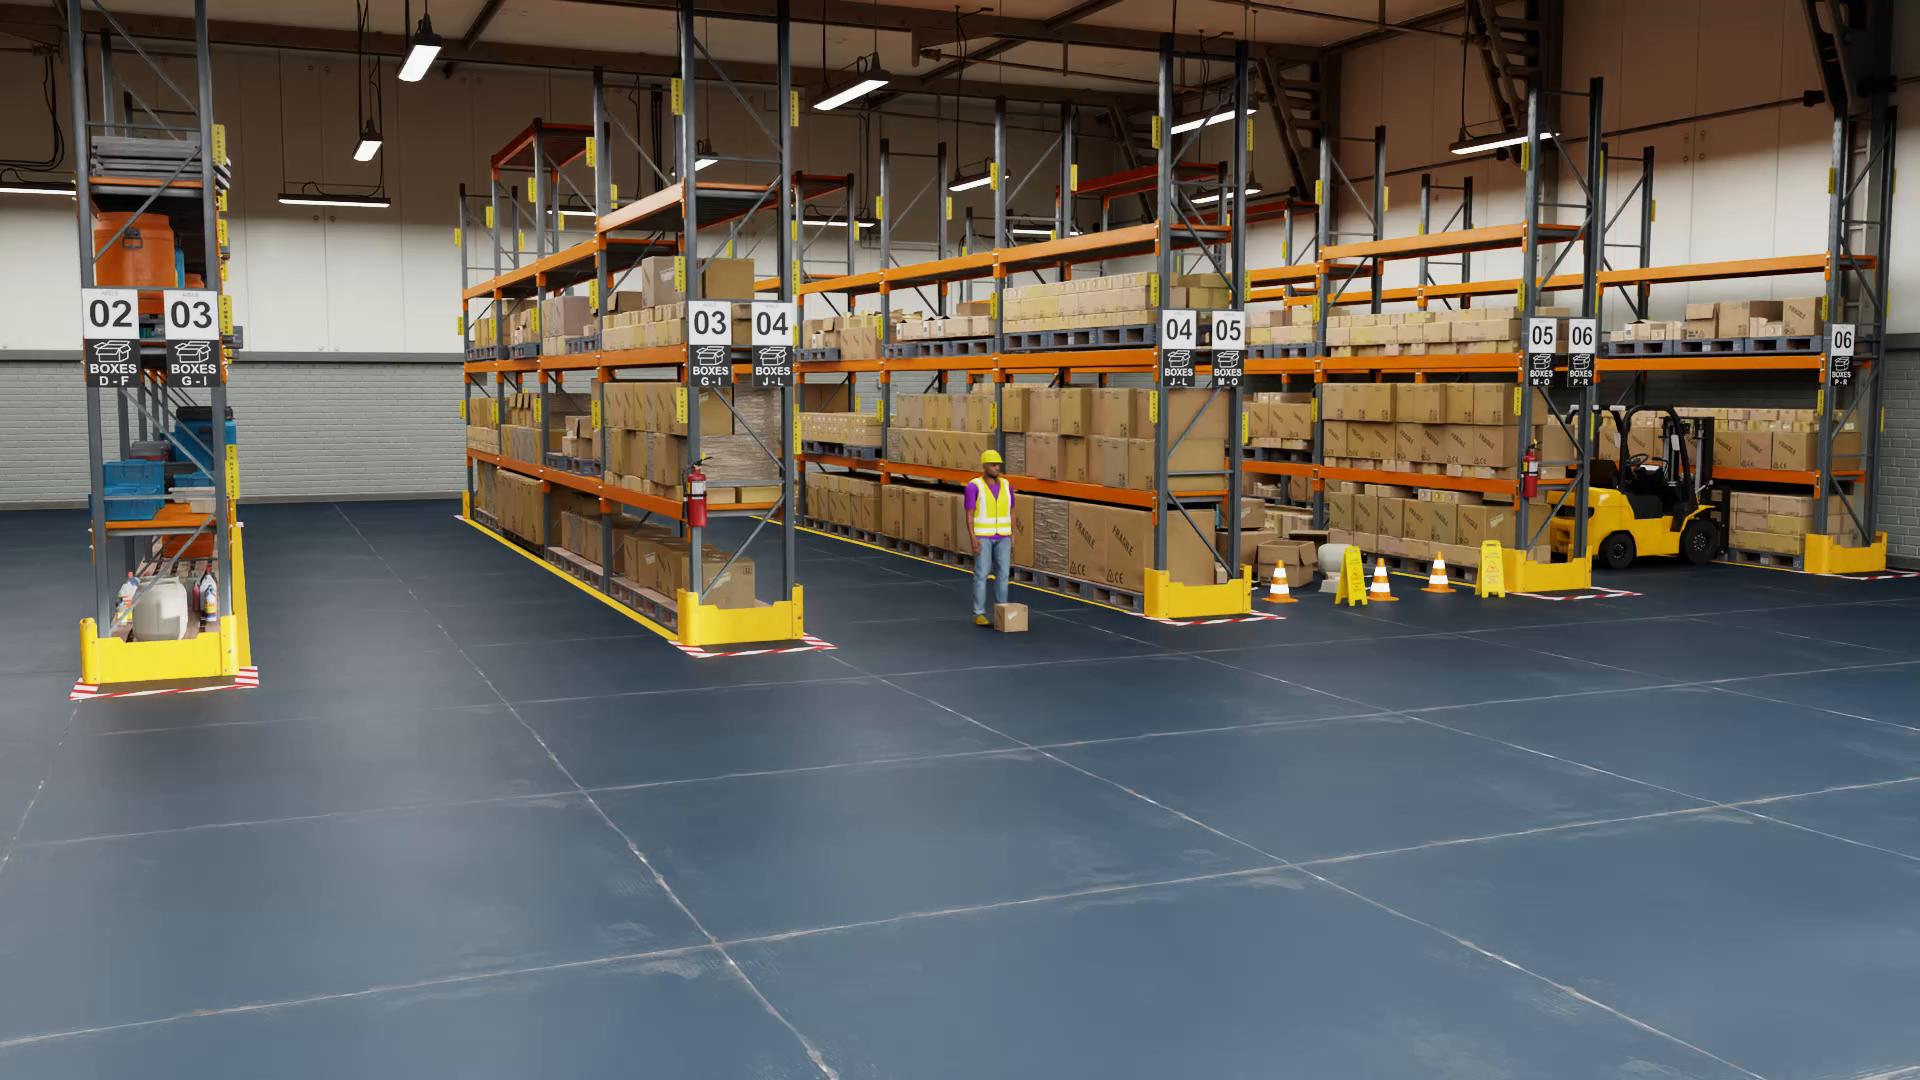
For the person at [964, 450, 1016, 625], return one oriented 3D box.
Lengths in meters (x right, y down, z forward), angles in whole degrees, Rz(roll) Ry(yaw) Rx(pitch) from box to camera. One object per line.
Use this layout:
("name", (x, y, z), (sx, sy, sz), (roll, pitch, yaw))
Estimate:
("person", (0.330, -0.023, 16.901), (0.568, 1.773, 0.392), (-2, 6, -22))
